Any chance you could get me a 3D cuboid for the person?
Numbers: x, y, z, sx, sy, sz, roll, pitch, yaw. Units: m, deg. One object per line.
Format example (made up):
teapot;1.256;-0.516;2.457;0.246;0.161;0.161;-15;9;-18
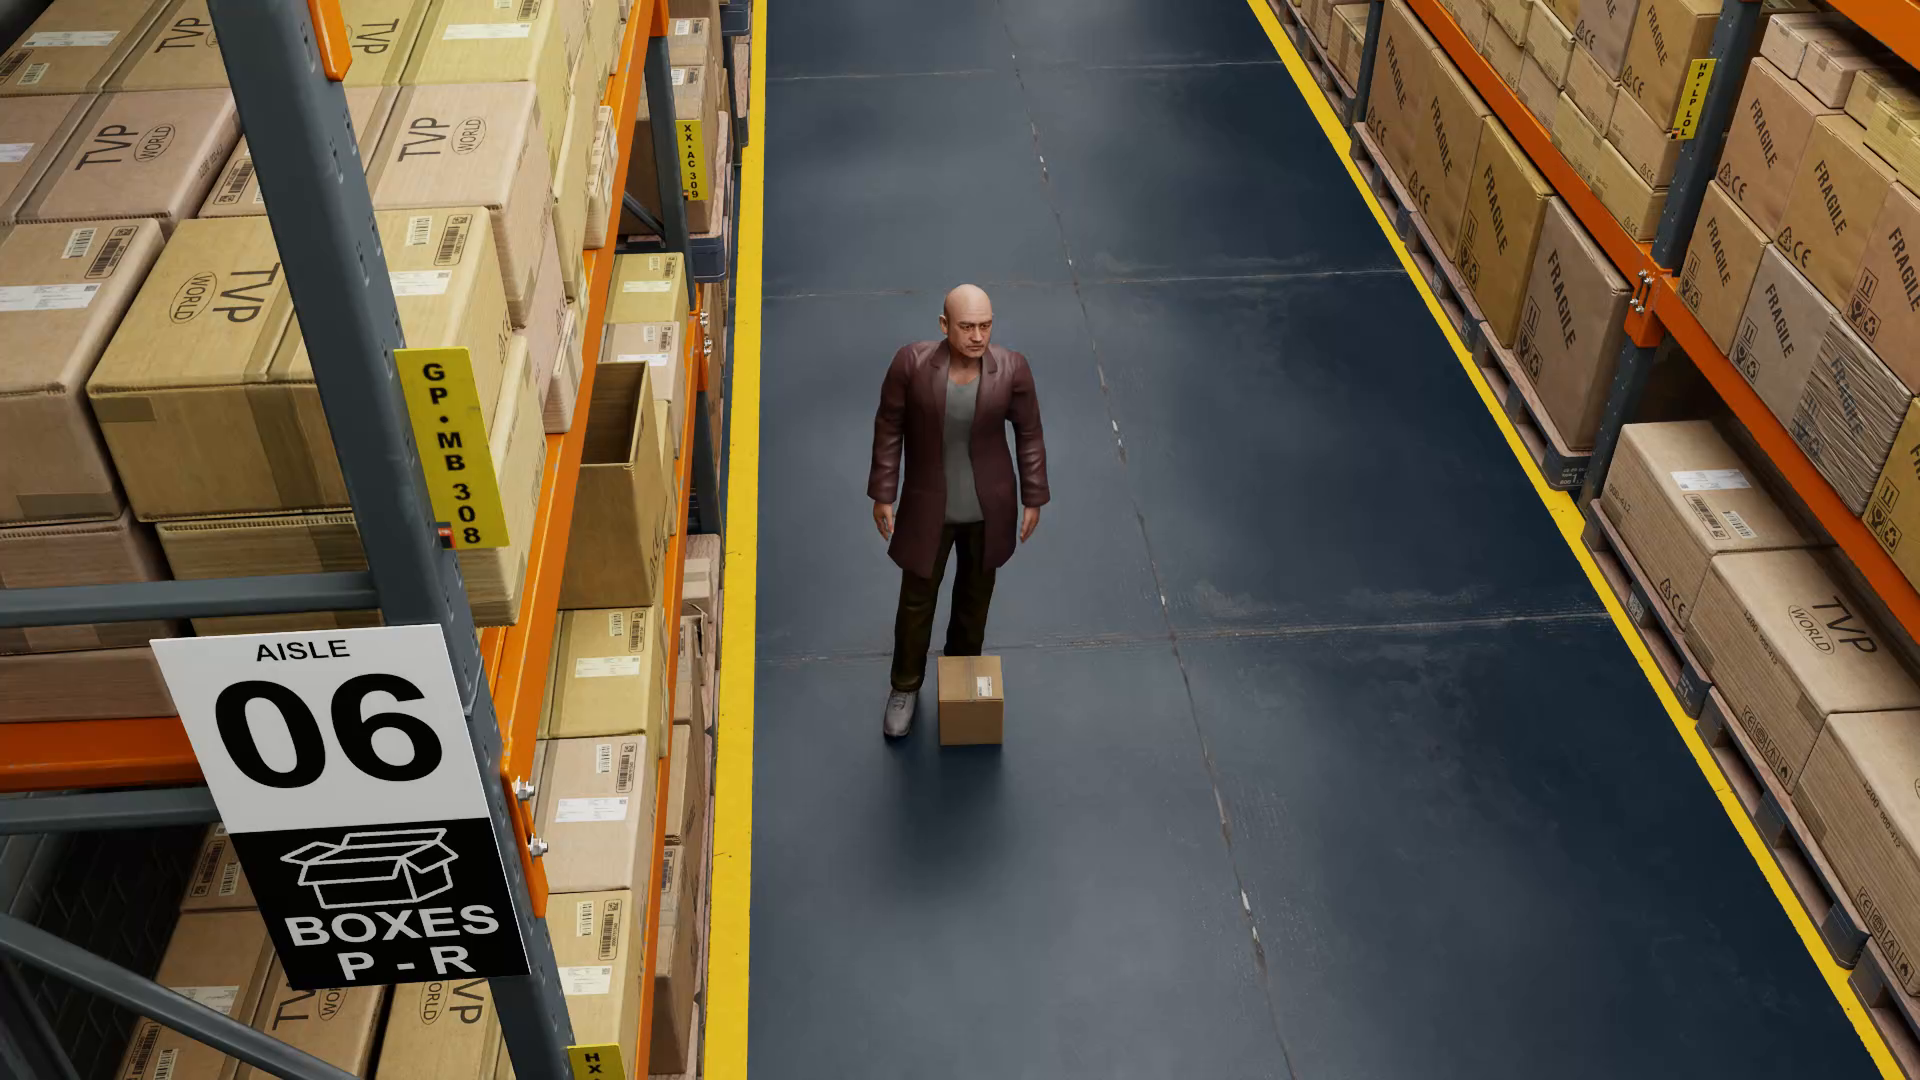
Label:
person;0.001;-0.085;6.258;0.695;1.776;0.581;-3;39;-3
